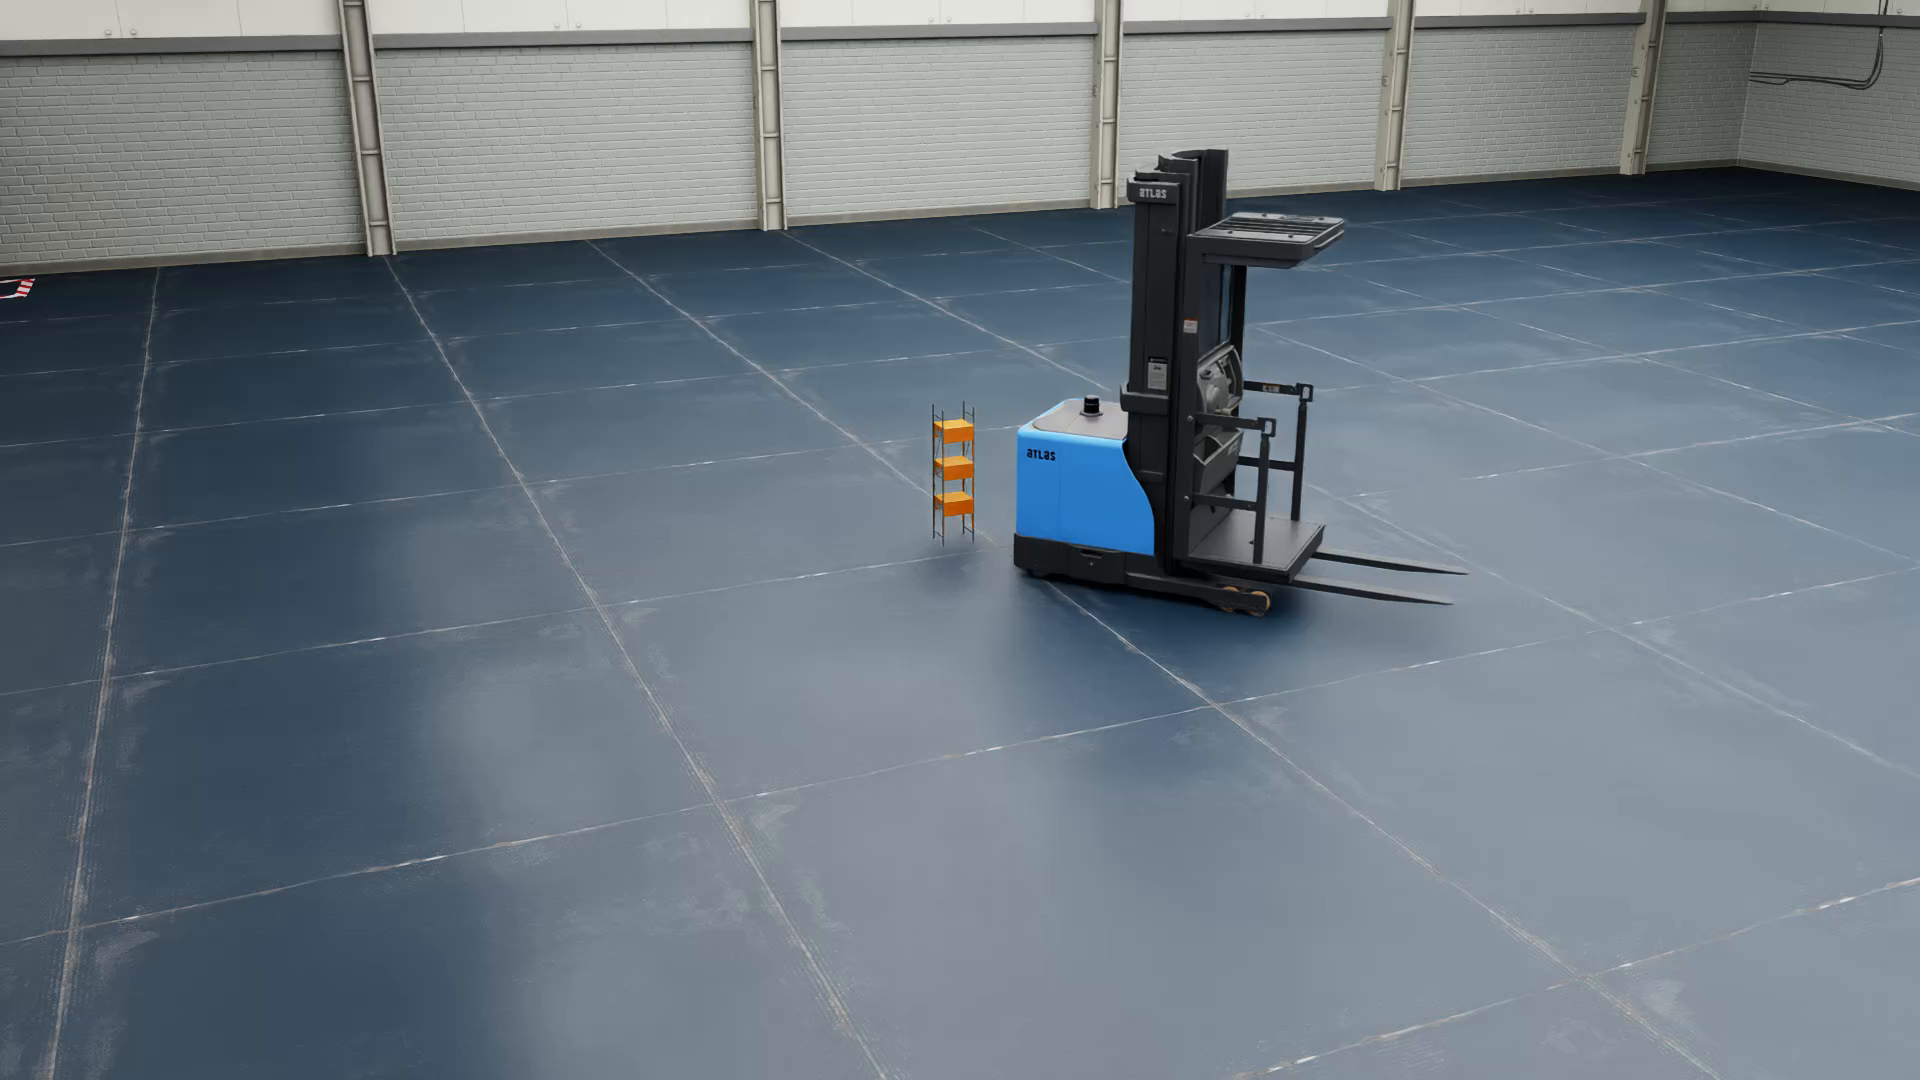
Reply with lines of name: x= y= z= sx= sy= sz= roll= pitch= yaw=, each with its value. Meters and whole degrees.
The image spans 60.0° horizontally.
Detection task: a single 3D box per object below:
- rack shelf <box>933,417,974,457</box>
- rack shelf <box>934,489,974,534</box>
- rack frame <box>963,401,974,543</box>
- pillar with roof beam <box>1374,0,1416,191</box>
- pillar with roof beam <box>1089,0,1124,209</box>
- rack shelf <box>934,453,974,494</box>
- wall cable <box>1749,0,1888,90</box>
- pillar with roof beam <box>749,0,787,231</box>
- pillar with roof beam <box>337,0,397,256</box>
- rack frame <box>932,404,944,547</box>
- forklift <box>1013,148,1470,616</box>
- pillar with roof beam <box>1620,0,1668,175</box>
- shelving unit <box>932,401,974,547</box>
rack shelf: x=-0.049 y=-0.746 z=12.237 sx=0.240 sy=0.259 sz=0.215 roll=-8 pitch=21 yaw=-22
rack shelf: x=-0.049 y=-0.216 z=12.424 sx=0.240 sy=0.259 sz=0.215 roll=-8 pitch=21 yaw=-22
rack frame: x=0.063 y=-0.504 z=12.373 sx=0.008 sy=1.050 sz=0.200 roll=-8 pitch=21 yaw=-22
pillar with roof beam: x=9.712 y=-9.517 z=26.002 sx=0.400 sy=9.000 sz=9.100 roll=-8 pitch=21 yaw=-22
pillar with roof beam: x=4.203 y=-8.728 z=23.761 sx=0.400 sy=9.000 sz=9.100 roll=-8 pitch=21 yaw=-22
rack shelf: x=-0.049 y=-0.478 z=12.331 sx=0.240 sy=0.259 sz=0.215 roll=-8 pitch=21 yaw=-22
wall cable: x=16.745 y=-10.139 z=32.444 sx=0.112 sy=2.526 sz=3.097 roll=-8 pitch=21 yaw=-22
pillar with roof beam: x=-1.306 y=-7.939 z=21.519 sx=0.400 sy=9.000 sz=9.100 roll=-8 pitch=21 yaw=-22
pillar with roof beam: x=-6.815 y=-7.149 z=19.277 sx=0.400 sy=9.000 sz=9.100 roll=-8 pitch=21 yaw=-22
rack frame: x=-0.161 y=-0.472 z=12.282 sx=0.008 sy=1.050 sz=0.200 roll=-8 pitch=21 yaw=-22
forklift: x=1.938 y=-1.075 z=11.163 sx=3.031 sy=2.935 sz=1.130 roll=9 pitch=21 yaw=24
pillar with roof beam: x=15.221 y=-10.307 z=28.244 sx=0.400 sy=9.000 sz=9.100 roll=-8 pitch=21 yaw=-22
shelving unit: x=-0.049 y=-0.488 z=12.328 sx=0.252 sy=1.050 sz=0.215 roll=-8 pitch=21 yaw=-22
